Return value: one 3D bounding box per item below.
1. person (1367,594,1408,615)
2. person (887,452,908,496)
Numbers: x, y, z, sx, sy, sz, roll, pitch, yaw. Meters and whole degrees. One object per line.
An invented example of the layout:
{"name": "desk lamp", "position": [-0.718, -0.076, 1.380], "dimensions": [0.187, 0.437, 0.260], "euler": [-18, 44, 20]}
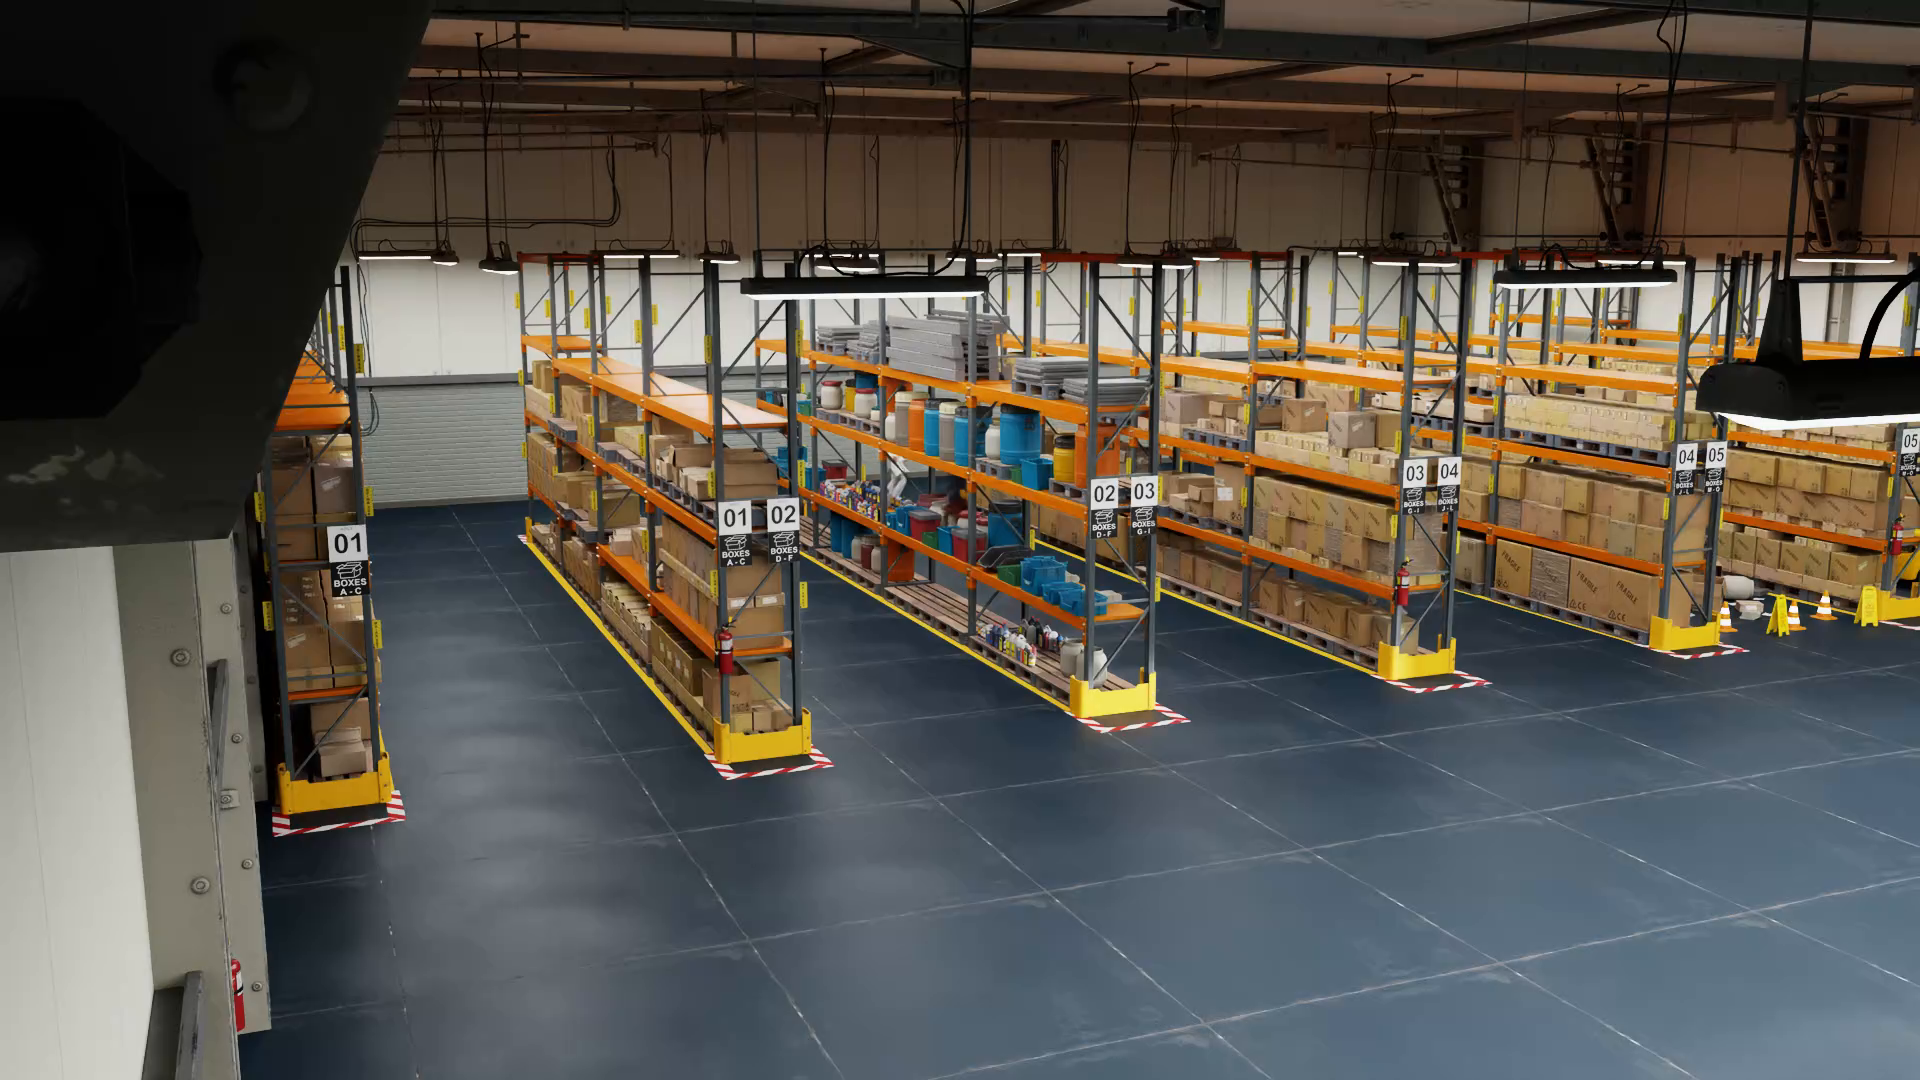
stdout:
{"name": "person", "position": [7.350, 0.468, 28.181], "dimensions": [0.754, 1.629, 0.803], "euler": [-4, 11, -19]}
{"name": "person", "position": [-1.533, -1.746, 39.825], "dimensions": [0.712, 1.781, 0.760], "euler": [1, 10, 7]}
